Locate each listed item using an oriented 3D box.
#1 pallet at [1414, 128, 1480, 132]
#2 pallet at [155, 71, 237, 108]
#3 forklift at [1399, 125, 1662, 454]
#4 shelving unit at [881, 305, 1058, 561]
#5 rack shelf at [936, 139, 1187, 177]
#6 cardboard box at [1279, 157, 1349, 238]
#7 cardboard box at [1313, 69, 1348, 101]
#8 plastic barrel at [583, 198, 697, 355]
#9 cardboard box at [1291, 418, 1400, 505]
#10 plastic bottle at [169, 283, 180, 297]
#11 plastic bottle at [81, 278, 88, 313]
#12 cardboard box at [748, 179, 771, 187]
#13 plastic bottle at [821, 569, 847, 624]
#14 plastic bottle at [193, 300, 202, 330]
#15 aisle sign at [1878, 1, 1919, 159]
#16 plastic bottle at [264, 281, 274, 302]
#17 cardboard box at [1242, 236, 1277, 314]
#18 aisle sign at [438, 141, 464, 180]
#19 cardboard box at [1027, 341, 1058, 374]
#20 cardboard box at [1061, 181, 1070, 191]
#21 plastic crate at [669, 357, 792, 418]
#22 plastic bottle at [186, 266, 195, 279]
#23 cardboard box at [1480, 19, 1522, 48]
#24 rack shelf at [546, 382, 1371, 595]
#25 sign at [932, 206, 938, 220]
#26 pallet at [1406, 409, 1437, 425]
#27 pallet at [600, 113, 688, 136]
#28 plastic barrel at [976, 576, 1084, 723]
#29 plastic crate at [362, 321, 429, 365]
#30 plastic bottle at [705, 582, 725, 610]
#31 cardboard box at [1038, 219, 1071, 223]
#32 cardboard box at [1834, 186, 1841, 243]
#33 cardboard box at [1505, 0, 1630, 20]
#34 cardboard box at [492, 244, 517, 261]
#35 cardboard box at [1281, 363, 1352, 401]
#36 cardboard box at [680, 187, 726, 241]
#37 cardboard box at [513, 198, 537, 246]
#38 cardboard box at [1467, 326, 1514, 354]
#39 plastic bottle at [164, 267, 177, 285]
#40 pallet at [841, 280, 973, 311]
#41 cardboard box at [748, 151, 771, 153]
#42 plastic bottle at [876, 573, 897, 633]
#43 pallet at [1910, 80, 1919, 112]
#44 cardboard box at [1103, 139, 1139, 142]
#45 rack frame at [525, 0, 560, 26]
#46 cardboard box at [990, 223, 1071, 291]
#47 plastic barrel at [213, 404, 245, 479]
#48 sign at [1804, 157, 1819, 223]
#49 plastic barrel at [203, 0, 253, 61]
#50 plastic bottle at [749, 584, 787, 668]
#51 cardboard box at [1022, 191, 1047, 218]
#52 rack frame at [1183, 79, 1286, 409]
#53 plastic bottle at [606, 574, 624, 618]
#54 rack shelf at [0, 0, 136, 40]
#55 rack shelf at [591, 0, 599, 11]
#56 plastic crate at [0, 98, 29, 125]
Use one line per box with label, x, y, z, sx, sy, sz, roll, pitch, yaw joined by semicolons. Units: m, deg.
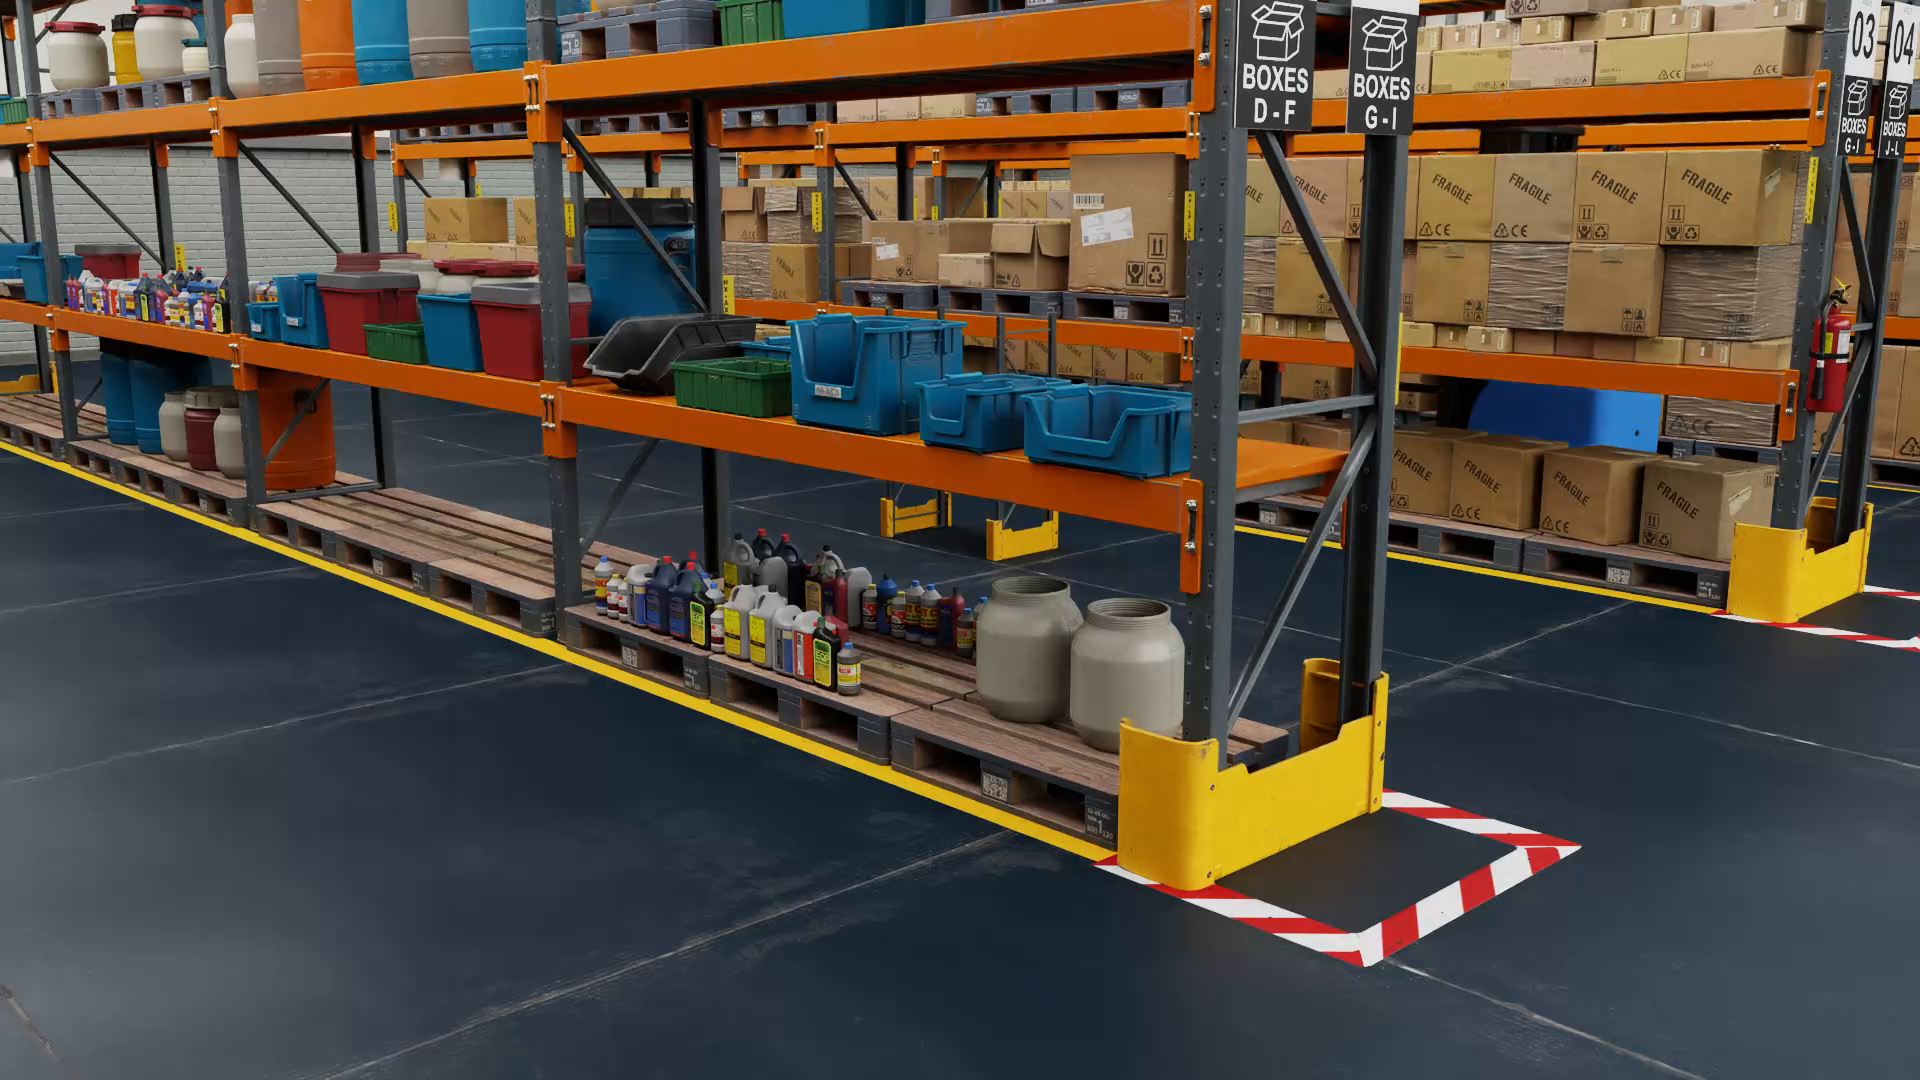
pallet;4.939;-3.881;15.354;1.217;0.209;0.805;11;16;43
pallet;-4.851;-3.097;11.546;1.003;0.211;1.213;-11;16;-43
forklift;3.919;-1.948;13.103;1.130;2.935;3.031;-11;16;-42
shelving unit;0.053;-0.723;10.706;0.587;1.500;1.083;-11;16;-43
rack shelf;1.465;-4.371;19.042;1.077;0.370;4.000;-11;16;-43
cardboard box;2.424;-2.212;10.754;0.500;0.500;0.500;-11;16;-43
cardboard box;2.446;-2.920;10.587;0.500;0.250;0.500;-11;16;-43
plastic barrel;-1.679;-1.356;8.816;0.600;0.901;0.708;-11;16;-43
cardboard box;2.599;-0.537;11.237;0.500;0.500;0.500;-5;13;-25
plastic bottle;-5.794;-1.752;12.270;0.061;0.283;0.133;-11;16;-43
plastic bottle;-6.959;-1.955;13.287;0.097;0.271;0.097;0;12;0
cardboard box;-2.561;-4.711;22.884;0.500;0.500;0.500;-11;16;-43
plastic bottle;-0.590;0.271;7.802;0.061;0.283;0.133;-11;16;-43
plastic bottle;-5.275;-1.565;11.566;0.097;0.201;0.097;0;12;0
aisle sign;4.973;-2.424;8.802;0.394;0.787;0.004;-11;16;-43
plastic bottle;-5.224;-1.822;12.608;0.061;0.283;0.133;-11;16;-43
cardboard box;2.217;-1.822;11.338;0.875;0.500;0.500;-11;16;-43
aisle sign;-6.169;-4.779;20.230;0.394;0.787;0.004;-11;16;-43
cardboard box;1.140;-2.231;19.460;0.500;0.500;0.500;-11;16;-42
cardboard box;1.762;-5.409;25.398;0.380;0.149;0.250;-11;16;-42
plastic crate;-0.898;-0.670;7.257;0.450;0.188;0.662;-11;16;-43
plastic bottle;-6.284;-2.067;13.631;0.144;0.351;0.185;-11;16;-43
cardboard box;3.247;-2.943;9.715;0.250;0.149;0.380;11;16;42
rack shelf;-0.250;-0.367;7.044;1.077;0.370;4.000;-11;16;-43
sign;-0.304;-3.893;20.229;0.100;0.325;0.005;-11;16;-43
pallet;5.021;-1.115;15.799;1.003;0.211;1.213;-11;16;-43
pallet;-2.905;-4.118;16.506;1.217;0.209;0.805;11;16;43
plastic barrel;0.275;0.426;6.533;0.421;0.512;0.421;0;12;0
plastic crate;-3.038;-1.123;9.452;0.450;0.188;0.662;-11;16;-43
plastic bottle;-1.115;0.329;7.554;0.097;0.271;0.097;0;12;0
cardboard box;1.105;-3.571;18.918;0.380;0.149;0.250;-10;15;-41
cardboard box;6.947;-2.684;13.456;0.875;0.550;0.500;-11;16;-43
cardboard box;3.460;-3.218;9.439;0.500;0.500;0.500;-11;16;-43
cardboard box;-4.780;-3.119;18.252;0.500;0.250;0.500;-10;16;-41
cardboard box;3.807;-1.837;16.931;1.050;0.750;0.750;-11;16;-42
cardboard box;-2.220;-3.127;15.924;0.797;0.503;0.637;-10;15;-41
cardboard box;-4.427;-3.412;17.817;0.500;0.500;0.500;-11;16;-42
cardboard box;3.255;-1.212;9.984;0.380;0.149;0.250;-11;16;-43
plastic bottle;-6.389;-2.046;13.533;0.144;0.351;0.185;-11;16;-43
pallet;-0.242;-2.103;14.158;1.213;0.211;1.003;-11;16;-43
cardboard box;-2.554;-5.424;22.744;0.500;0.250;0.500;-10;15;-41
plastic bottle;-0.341;0.291;7.738;0.097;0.271;0.097;0;12;0
pallet;7.851;-3.327;12.413;1.003;0.211;1.213;-11;16;-43
cardboard box;1.913;-4.599;18.120;0.500;0.500;0.500;-11;16;-43
rack frame;-1.631;-3.950;7.783;1.000;3.000;0.127;-11;16;-43
cardboard box;0.687;-2.198;12.851;0.797;0.503;0.637;-9;15;-37
plastic barrel;-5.198;-0.722;12.105;0.421;0.512;0.421;0;12;0
sign;4.298;-1.766;8.395;0.100;0.325;0.005;-11;16;-43
plastic barrel;-4.783;-3.564;11.238;0.600;0.830;0.708;-11;16;-43
plastic bottle;-0.822;0.363;7.192;0.144;0.351;0.185;-10;15;-40
cardboard box;1.319;-5.189;25.937;0.500;0.500;0.500;11;16;44
rack frame;1.951;-1.702;11.738;1.000;3.000;0.127;-11;16;-43
plastic bottle;-1.658;0.266;8.032;0.097;0.201;0.097;0;12;0
rack shelf;-8.537;-4.861;14.980;1.077;0.370;4.000;-11;16;-43
rack shelf;-2.192;-4.968;15.496;1.077;0.370;4.000;-11;16;-43
plastic crate;-7.667;-3.564;13.870;0.450;0.188;0.662;-11;16;-43
